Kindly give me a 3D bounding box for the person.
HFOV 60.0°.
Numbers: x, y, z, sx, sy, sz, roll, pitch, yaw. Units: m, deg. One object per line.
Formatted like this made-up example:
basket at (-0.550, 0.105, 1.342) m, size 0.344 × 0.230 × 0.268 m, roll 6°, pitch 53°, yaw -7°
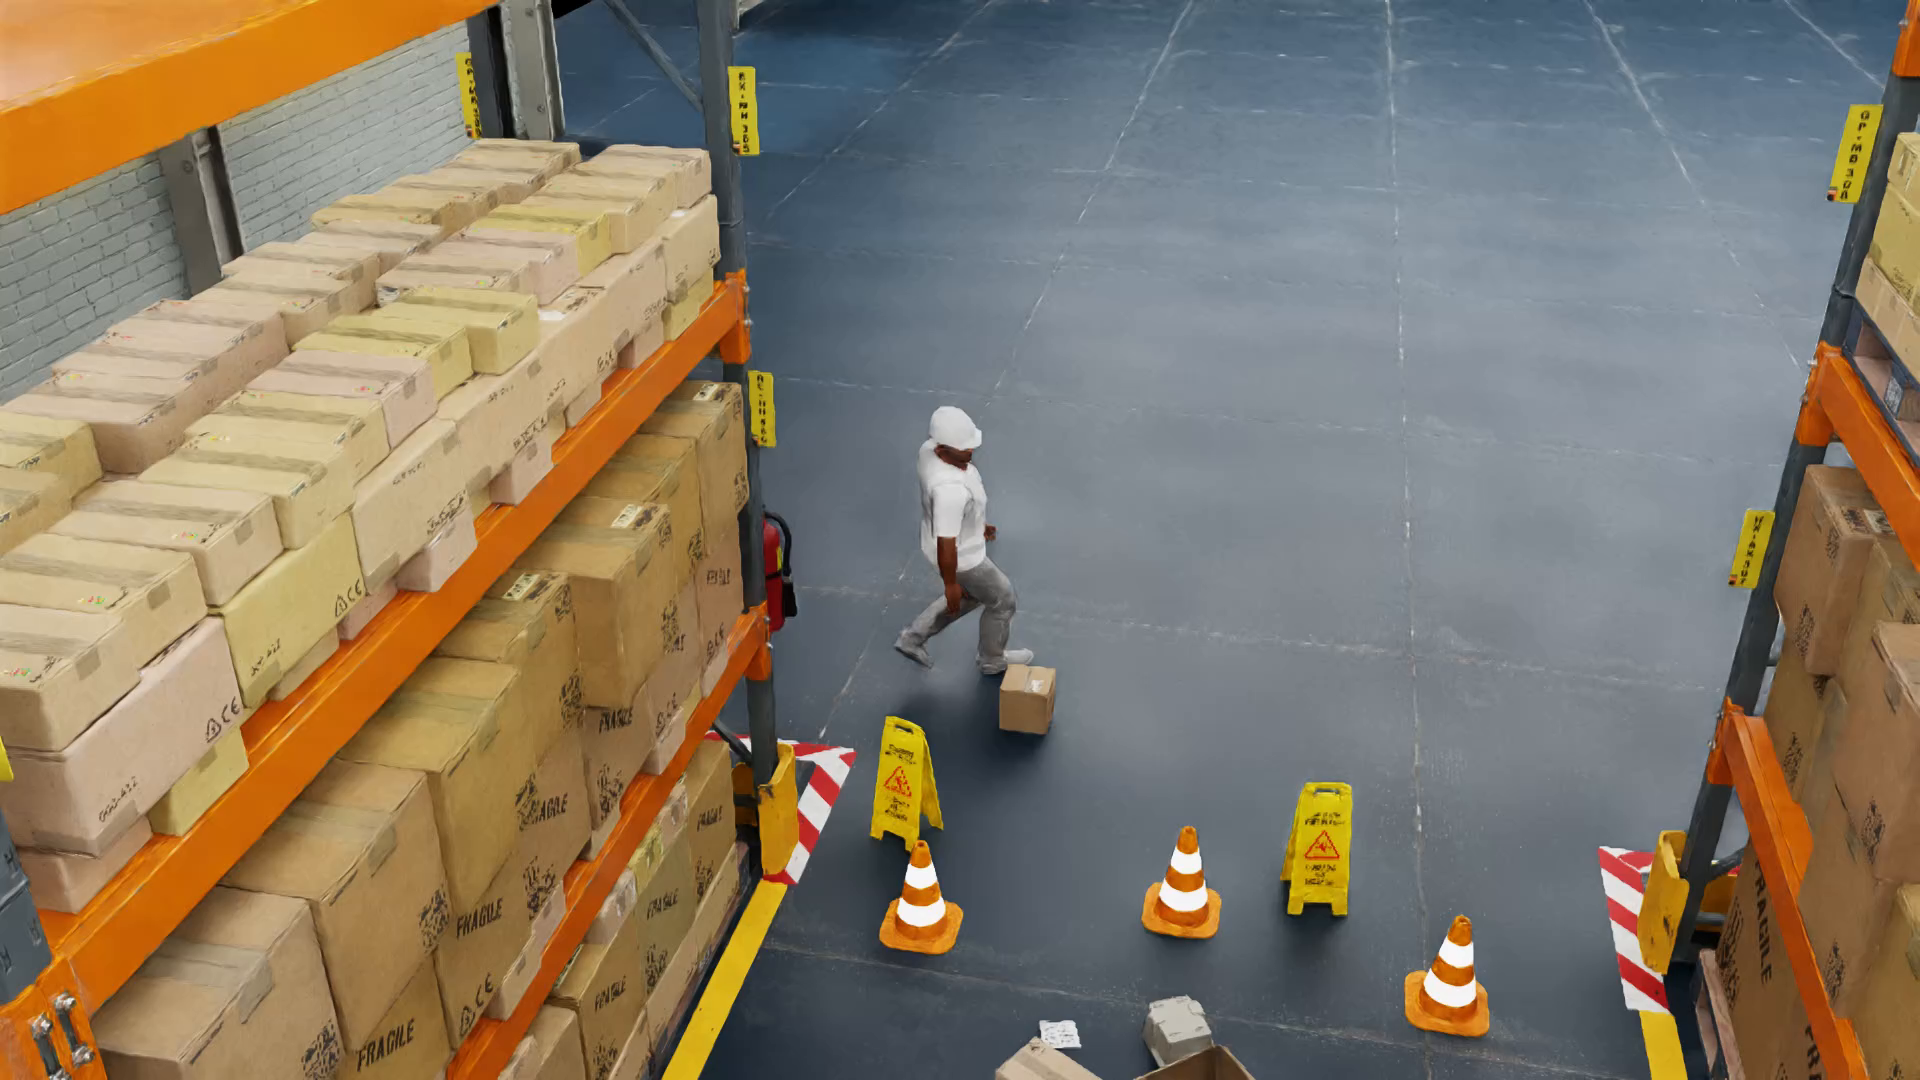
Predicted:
person at (0.042, 0.042, 8.615) m, size 0.799 × 1.686 × 0.582 m, roll -7°, pitch 29°, yaw -12°
